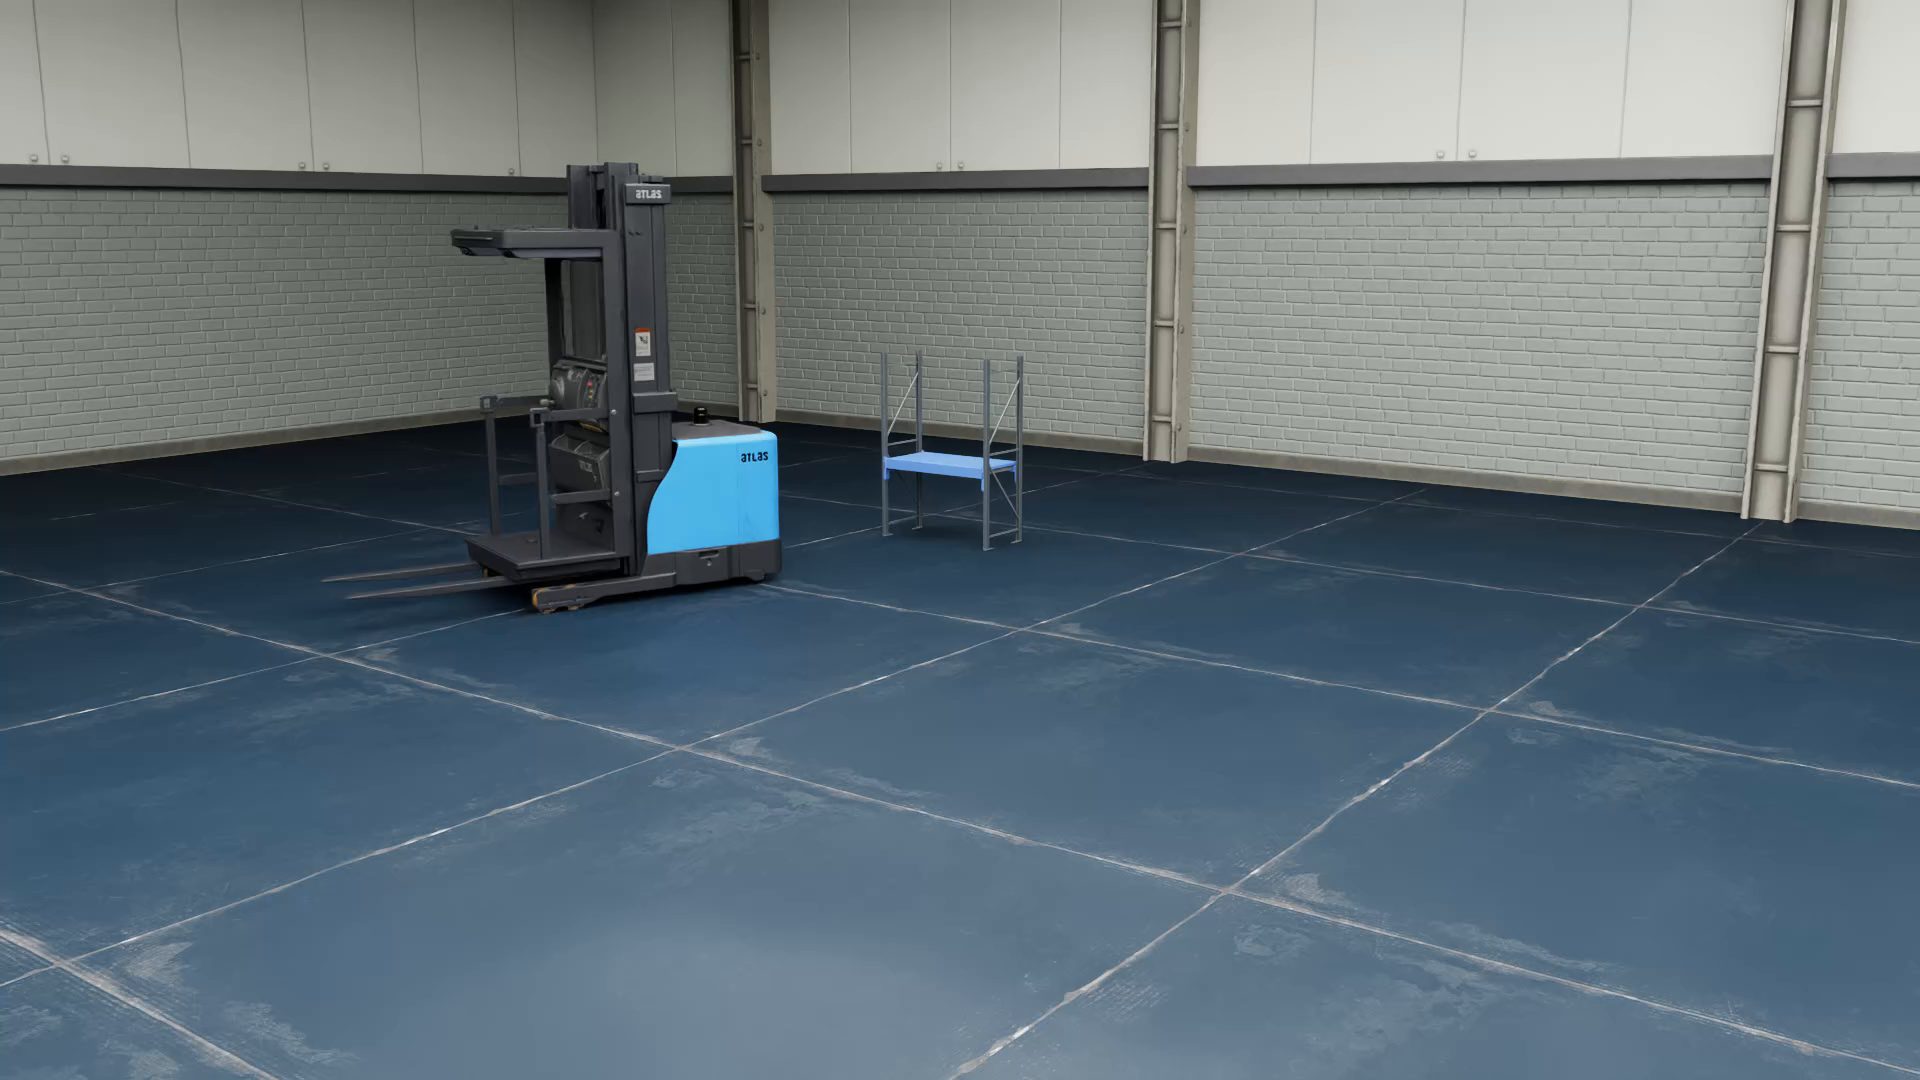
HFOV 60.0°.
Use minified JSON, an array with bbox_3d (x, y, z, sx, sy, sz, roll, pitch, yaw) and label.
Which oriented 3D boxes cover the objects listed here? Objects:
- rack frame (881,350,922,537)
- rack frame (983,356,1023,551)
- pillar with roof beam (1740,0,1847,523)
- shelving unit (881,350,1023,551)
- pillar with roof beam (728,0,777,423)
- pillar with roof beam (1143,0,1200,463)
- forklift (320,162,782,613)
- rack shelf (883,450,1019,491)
[{"bbox_3d":[-0.478,-0.803,13.732,0.032,1.500,0.500,8,13,36],"label":"rack frame"},{"bbox_3d":[0.341,-0.689,13.141,0.032,1.500,0.500,8,13,36],"label":"rack frame"},{"bbox_3d":[4.514,-3.951,10.261,0.400,9.000,9.100,8,13,36],"label":"pillar with roof beam"},{"bbox_3d":[-0.069,-0.746,13.437,1.048,1.500,0.538,8,13,36],"label":"shelving unit"},{"bbox_3d":[-5.158,-5.300,17.234,0.400,9.000,9.100,8,13,36],"label":"pillar with roof beam"},{"bbox_3d":[-0.322,-4.626,13.748,0.400,9.000,9.100,8,13,36],"label":"pillar with roof beam"},{"bbox_3d":[-2.794,-1.067,11.326,3.031,2.935,1.130,-7,13,-33],"label":"forklift"},{"bbox_3d":[-0.069,-0.569,13.471,1.000,0.185,0.538,8,13,36],"label":"rack shelf"}]
